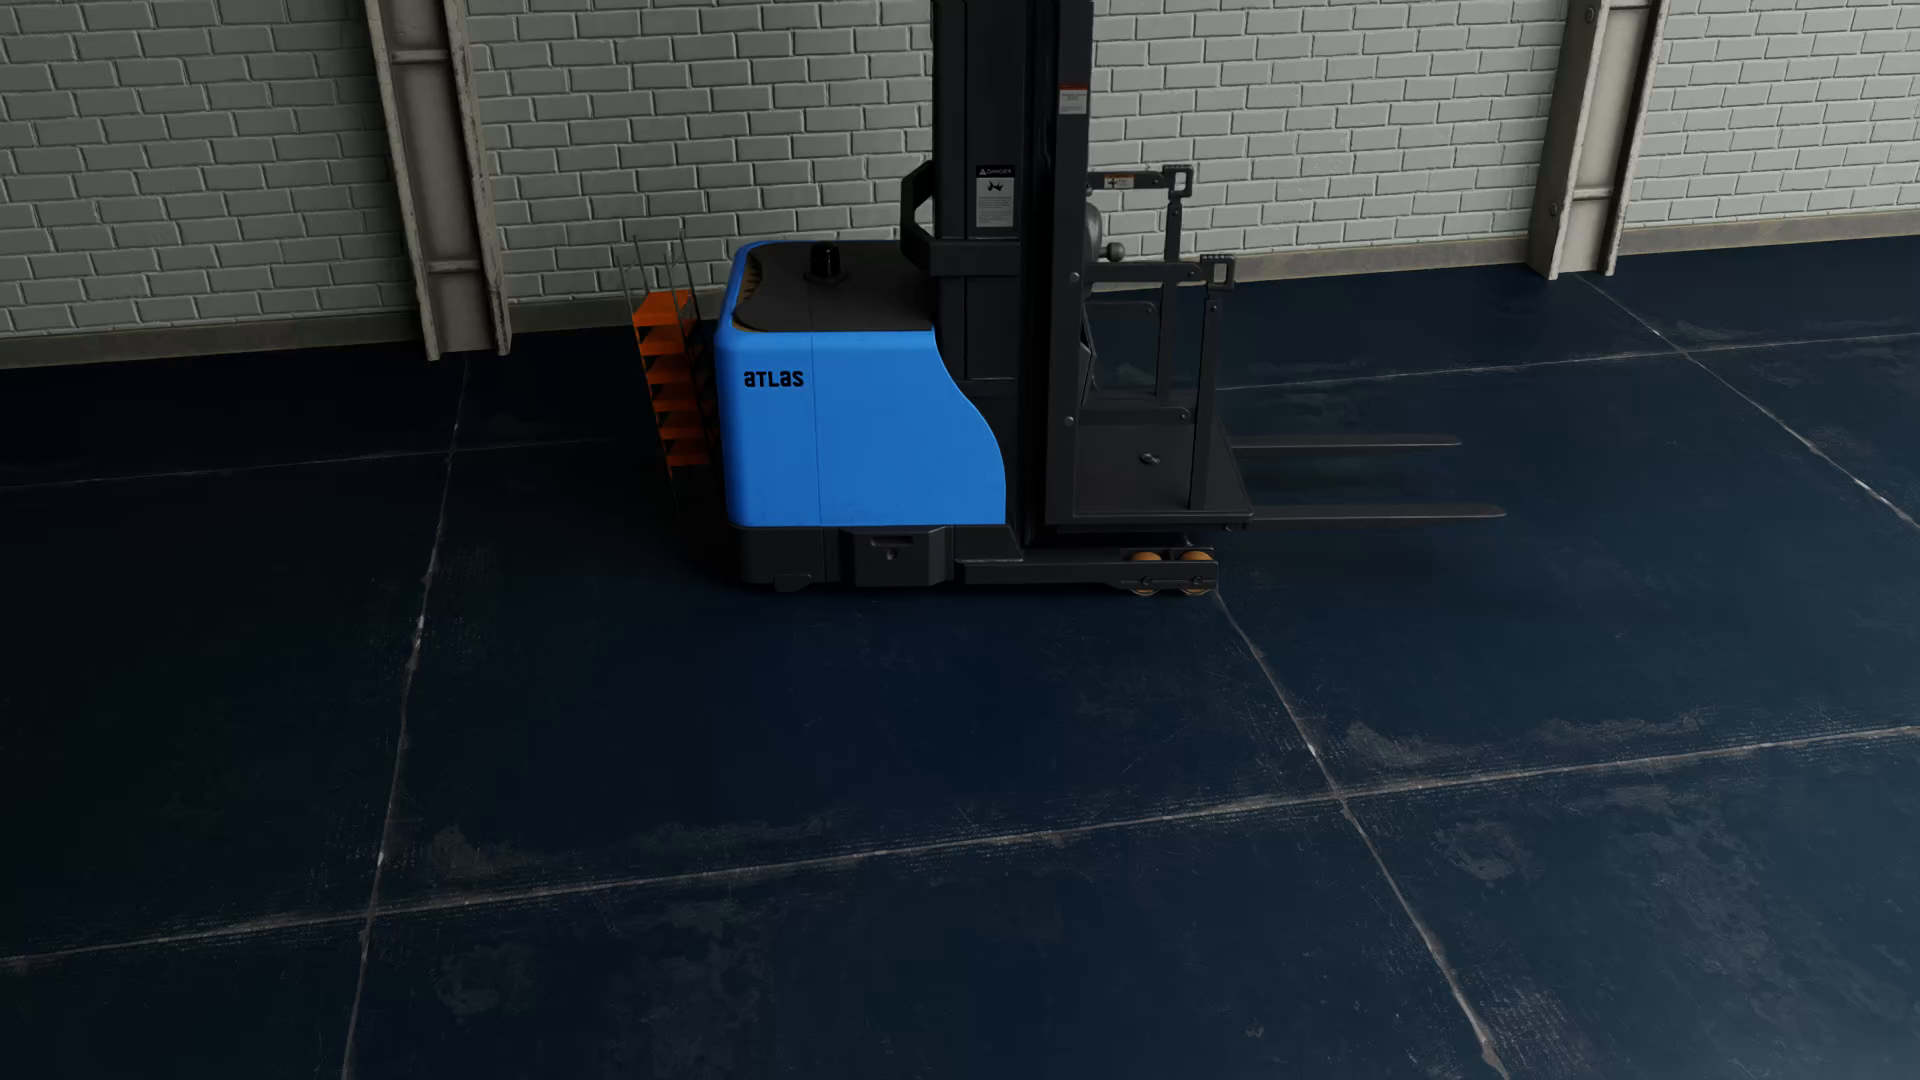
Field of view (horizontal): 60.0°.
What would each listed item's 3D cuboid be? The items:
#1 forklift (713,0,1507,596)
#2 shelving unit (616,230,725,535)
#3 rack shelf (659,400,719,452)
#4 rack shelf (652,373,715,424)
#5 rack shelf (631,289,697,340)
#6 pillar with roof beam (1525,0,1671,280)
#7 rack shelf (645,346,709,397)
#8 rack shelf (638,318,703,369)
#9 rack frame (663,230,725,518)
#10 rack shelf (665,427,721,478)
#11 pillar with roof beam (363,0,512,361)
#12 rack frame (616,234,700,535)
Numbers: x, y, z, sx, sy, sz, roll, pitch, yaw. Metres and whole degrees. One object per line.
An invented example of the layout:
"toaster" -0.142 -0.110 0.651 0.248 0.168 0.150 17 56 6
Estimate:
"forklift" 0.610 -1.319 6.102 3.031 2.935 1.130 -1 30 -1
"shelving unit" -1.098 -0.604 6.578 0.189 1.200 0.258 -3 30 9
"rack shelf" -1.077 -0.462 6.659 0.180 0.103 0.258 -3 30 9
"rack shelf" -1.092 -0.565 6.600 0.180 0.103 0.258 -3 30 9
"rack shelf" -1.138 -0.876 6.424 0.180 0.103 0.258 -3 30 9
"pillar with roof beam" 4.195 -3.267 3.428 0.400 9.000 9.100 -5 31 -9
"rack shelf" -1.107 -0.669 6.541 0.180 0.103 0.258 -3 30 9
"rack shelf" -1.123 -0.772 6.483 0.180 0.103 0.258 -3 30 9
"rack frame" -1.008 -0.609 6.563 0.006 1.200 0.240 -3 30 9
"rack shelf" -1.061 -0.359 6.718 0.180 0.103 0.258 -3 30 9
"pillar with roof beam" -1.706 -2.719 2.497 0.400 9.000 9.100 -5 31 -9
"rack frame" -1.188 -0.599 6.593 0.006 1.200 0.240 -3 30 9
